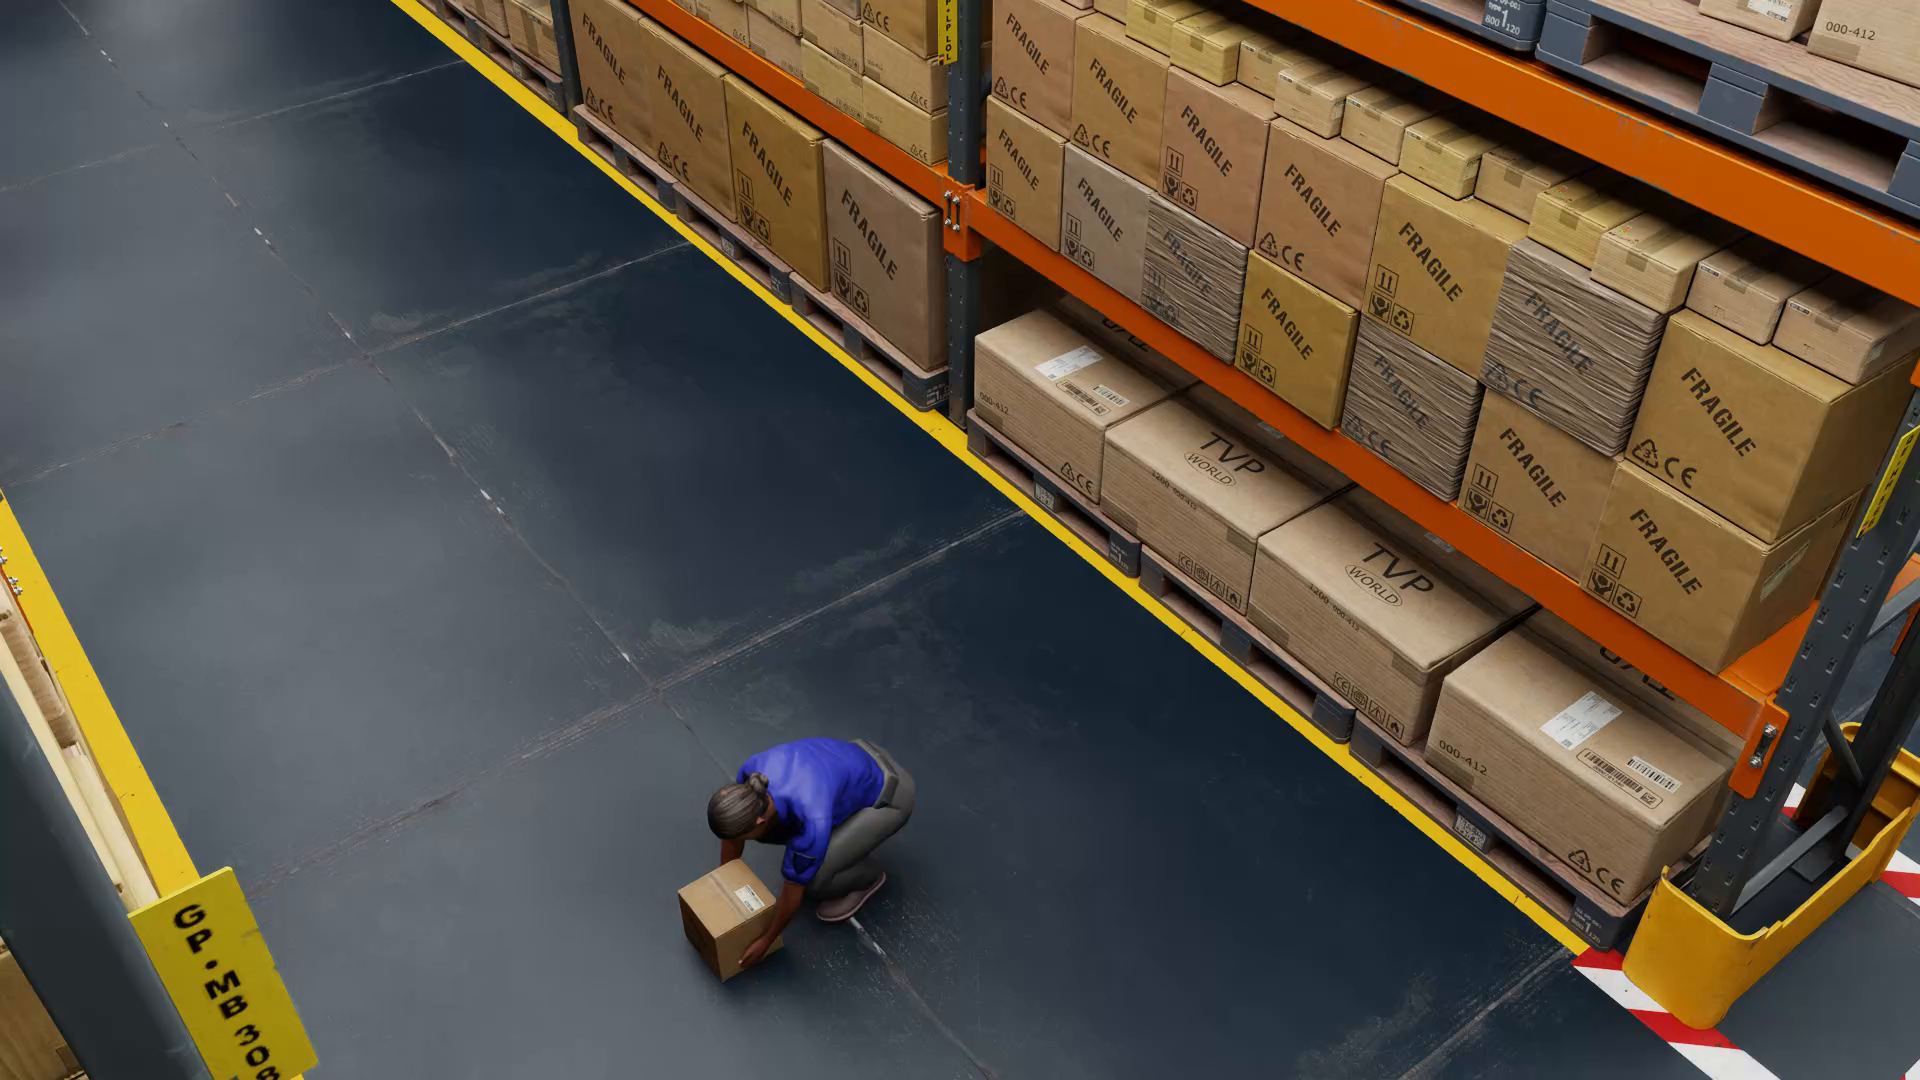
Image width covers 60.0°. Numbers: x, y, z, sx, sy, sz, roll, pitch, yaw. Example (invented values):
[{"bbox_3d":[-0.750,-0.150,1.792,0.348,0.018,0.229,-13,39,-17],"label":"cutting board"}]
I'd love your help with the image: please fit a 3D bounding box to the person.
[{"bbox_3d":[-0.520,0.962,5.697,0.810,0.811,0.478,-26,47,-27],"label":"person"}]
